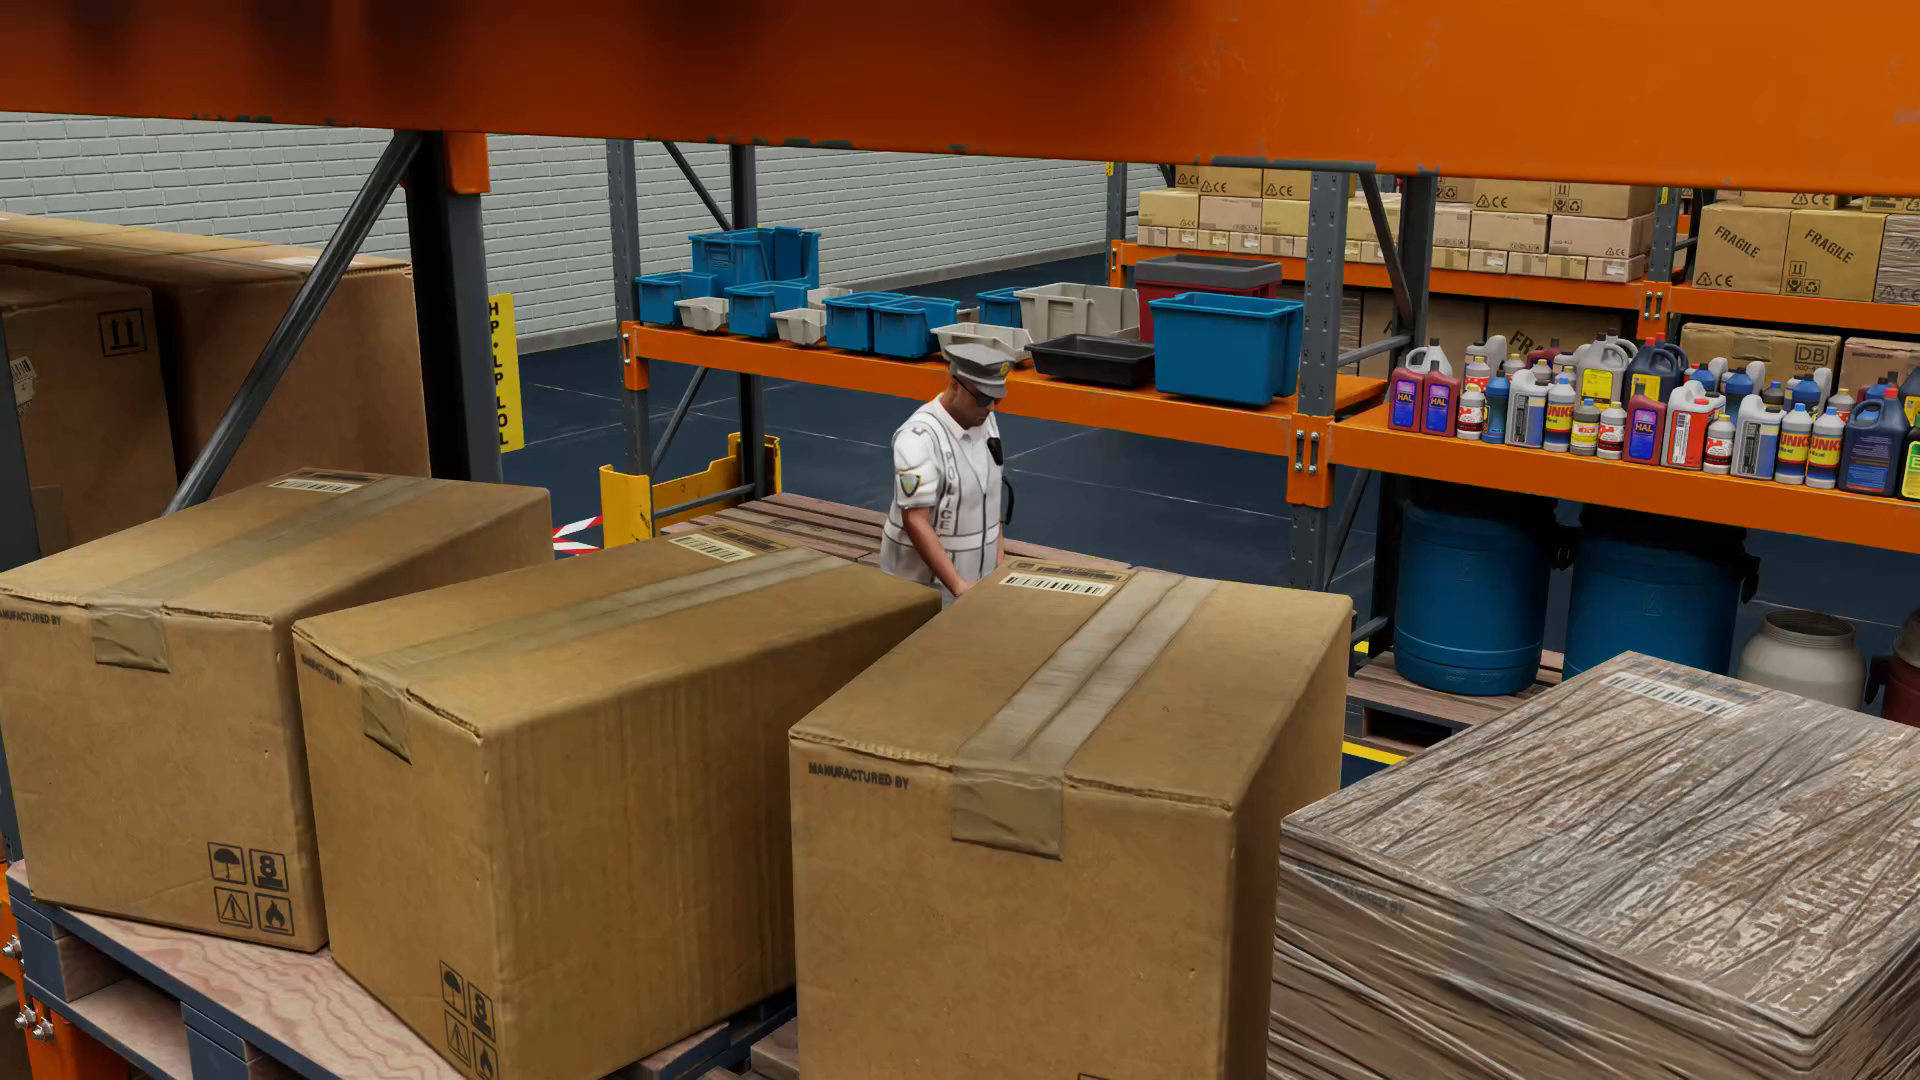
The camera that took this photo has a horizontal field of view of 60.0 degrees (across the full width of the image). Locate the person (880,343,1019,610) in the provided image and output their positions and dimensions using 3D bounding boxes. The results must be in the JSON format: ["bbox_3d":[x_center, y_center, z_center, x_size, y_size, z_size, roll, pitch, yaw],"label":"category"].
[{"bbox_3d":[-0.016,0.195,5.995,0.564,1.820,0.582,12,20,34],"label":"person"}]
